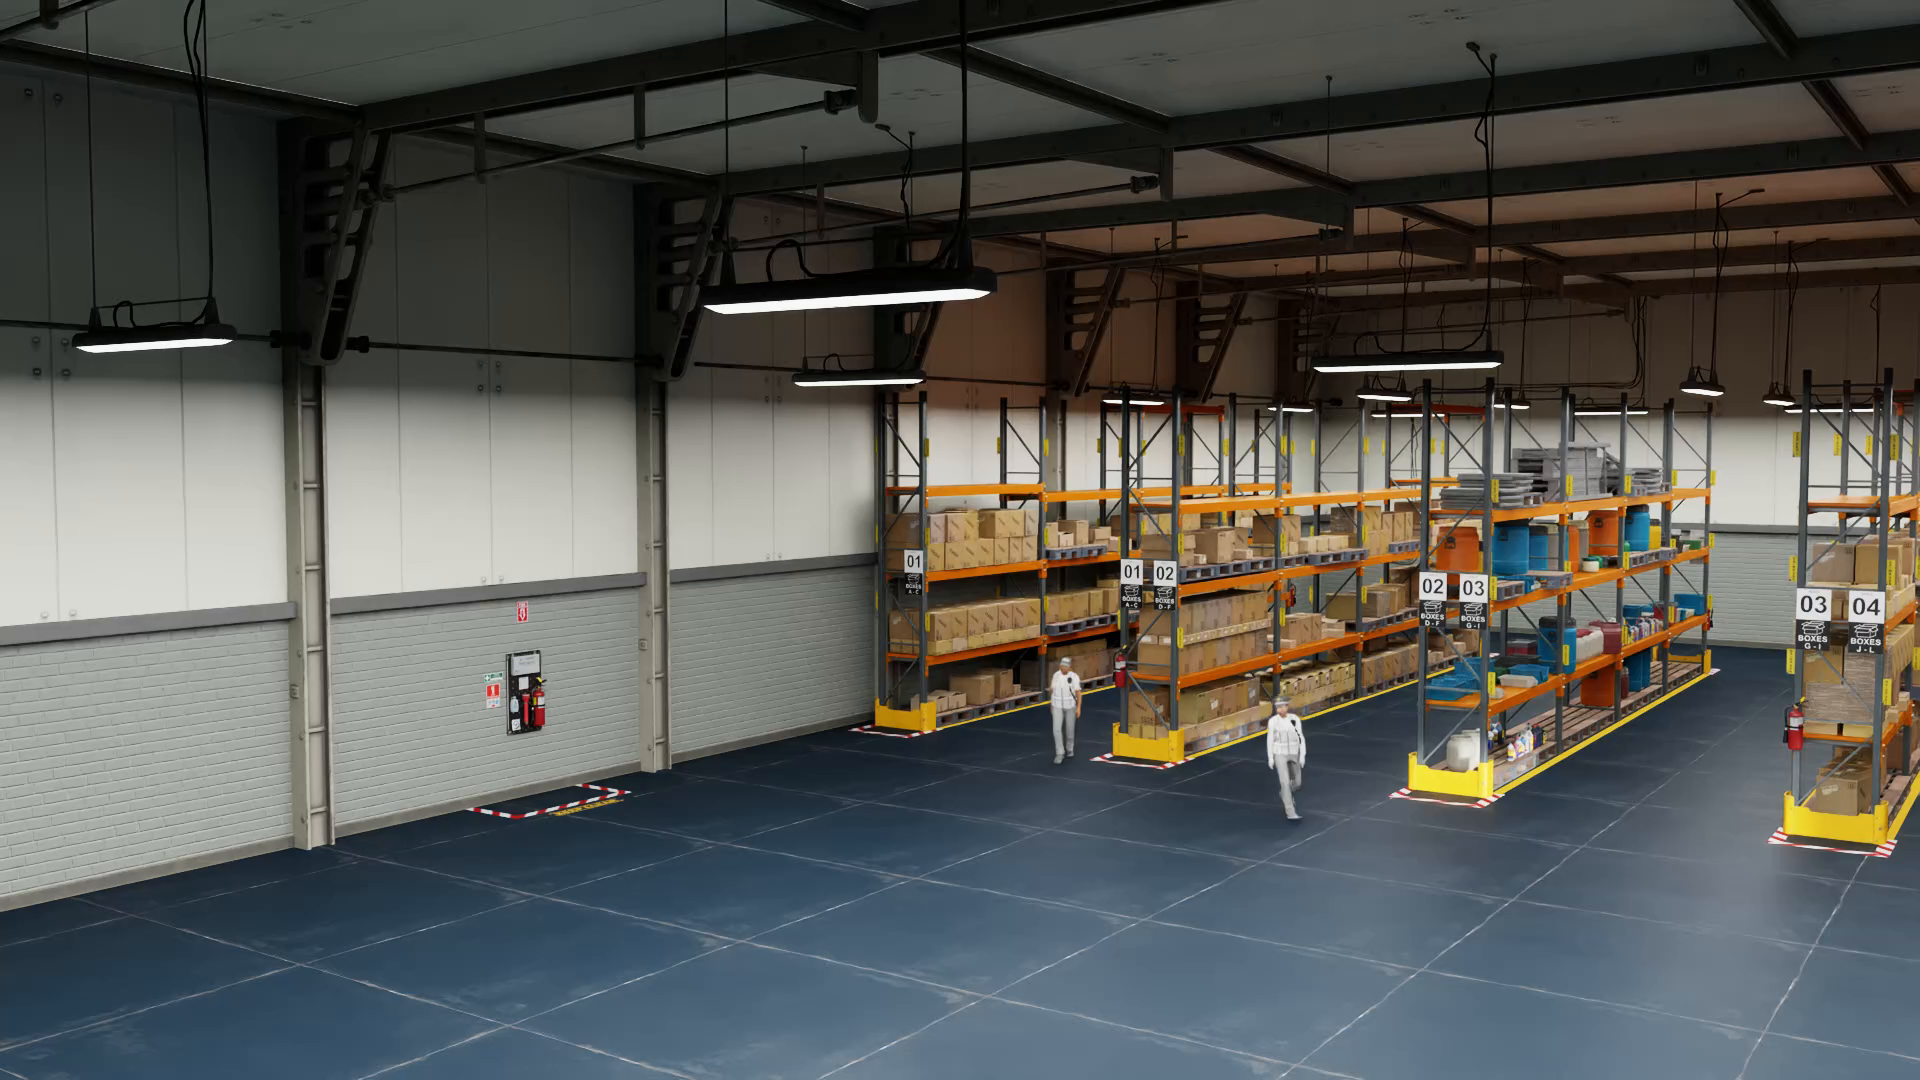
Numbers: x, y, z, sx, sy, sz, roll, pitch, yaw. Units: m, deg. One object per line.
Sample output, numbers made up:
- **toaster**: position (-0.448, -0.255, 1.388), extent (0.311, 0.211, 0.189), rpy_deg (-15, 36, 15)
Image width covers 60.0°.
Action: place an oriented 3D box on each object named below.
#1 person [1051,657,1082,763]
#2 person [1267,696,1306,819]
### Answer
- **person**: position (1.694, 2.699, 26.678), extent (0.528, 1.648, 0.778), rpy_deg (1, 3, 13)
- **person**: position (4.445, 2.929, 22.597), extent (0.486, 1.624, 0.860), rpy_deg (0, 3, -6)
